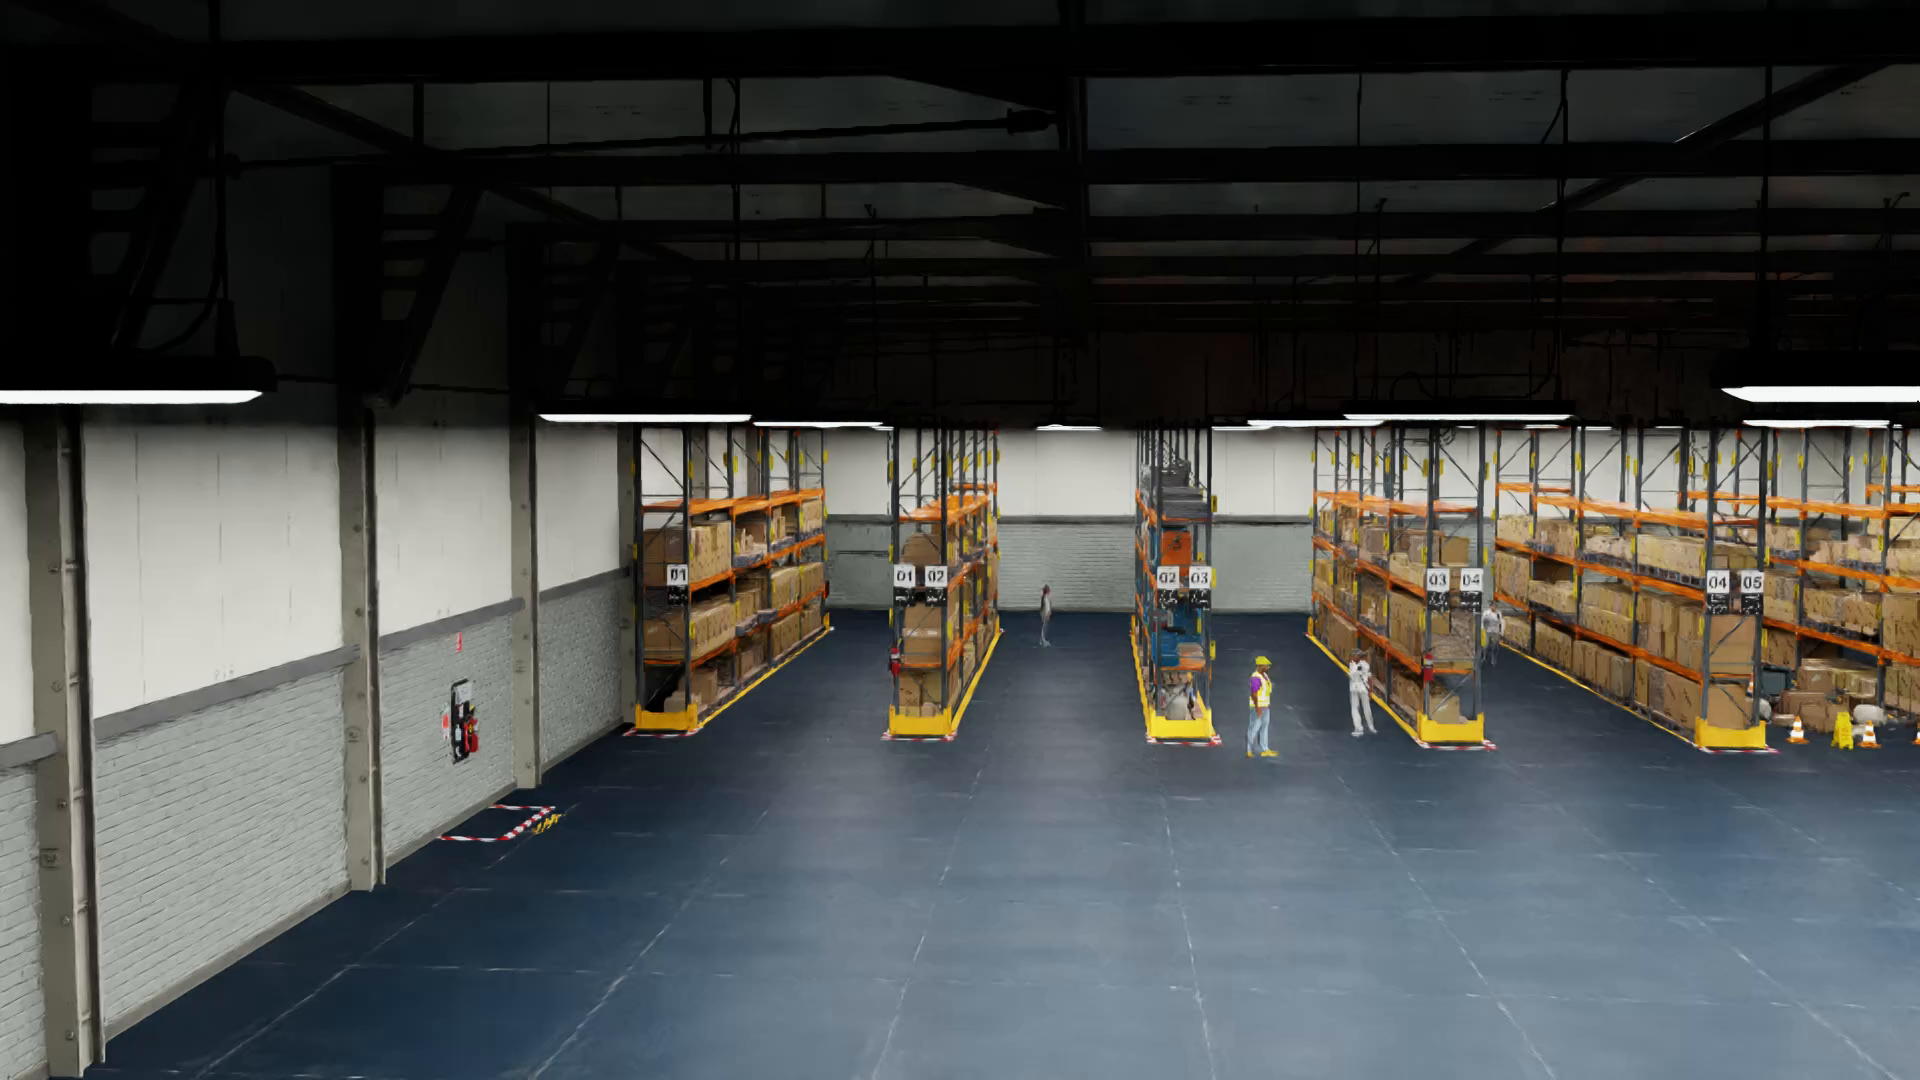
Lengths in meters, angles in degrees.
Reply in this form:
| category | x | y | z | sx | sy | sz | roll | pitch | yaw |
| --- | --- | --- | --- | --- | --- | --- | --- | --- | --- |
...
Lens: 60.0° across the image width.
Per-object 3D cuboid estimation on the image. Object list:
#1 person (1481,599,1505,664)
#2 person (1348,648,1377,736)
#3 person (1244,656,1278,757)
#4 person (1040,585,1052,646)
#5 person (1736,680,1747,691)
| category | x | y | z | sx | sy | sz | roll | pitch | yaw |
| --- | --- | --- | --- | --- | --- | --- | --- | --- | --- |
| person | 13.051 | 2.252 | 40.837 | 0.639 | 1.627 | 0.512 | 0 | 4 | 3 |
| person | 7.592 | 2.849 | 31.374 | 0.509 | 1.661 | 0.534 | 3 | 5 | 41 |
| person | 5.278 | 2.926 | 29.235 | 0.479 | 1.772 | 0.649 | 2 | 4 | 31 |
| person | 2.296 | 2.007 | 44.472 | 0.347 | 1.597 | 0.535 | -1 | 4 | -9 |
| person | 17.002 | 2.465 | 36.469 | 0.586 | 1.723 | 0.653 | 2 | 4 | 34 |
